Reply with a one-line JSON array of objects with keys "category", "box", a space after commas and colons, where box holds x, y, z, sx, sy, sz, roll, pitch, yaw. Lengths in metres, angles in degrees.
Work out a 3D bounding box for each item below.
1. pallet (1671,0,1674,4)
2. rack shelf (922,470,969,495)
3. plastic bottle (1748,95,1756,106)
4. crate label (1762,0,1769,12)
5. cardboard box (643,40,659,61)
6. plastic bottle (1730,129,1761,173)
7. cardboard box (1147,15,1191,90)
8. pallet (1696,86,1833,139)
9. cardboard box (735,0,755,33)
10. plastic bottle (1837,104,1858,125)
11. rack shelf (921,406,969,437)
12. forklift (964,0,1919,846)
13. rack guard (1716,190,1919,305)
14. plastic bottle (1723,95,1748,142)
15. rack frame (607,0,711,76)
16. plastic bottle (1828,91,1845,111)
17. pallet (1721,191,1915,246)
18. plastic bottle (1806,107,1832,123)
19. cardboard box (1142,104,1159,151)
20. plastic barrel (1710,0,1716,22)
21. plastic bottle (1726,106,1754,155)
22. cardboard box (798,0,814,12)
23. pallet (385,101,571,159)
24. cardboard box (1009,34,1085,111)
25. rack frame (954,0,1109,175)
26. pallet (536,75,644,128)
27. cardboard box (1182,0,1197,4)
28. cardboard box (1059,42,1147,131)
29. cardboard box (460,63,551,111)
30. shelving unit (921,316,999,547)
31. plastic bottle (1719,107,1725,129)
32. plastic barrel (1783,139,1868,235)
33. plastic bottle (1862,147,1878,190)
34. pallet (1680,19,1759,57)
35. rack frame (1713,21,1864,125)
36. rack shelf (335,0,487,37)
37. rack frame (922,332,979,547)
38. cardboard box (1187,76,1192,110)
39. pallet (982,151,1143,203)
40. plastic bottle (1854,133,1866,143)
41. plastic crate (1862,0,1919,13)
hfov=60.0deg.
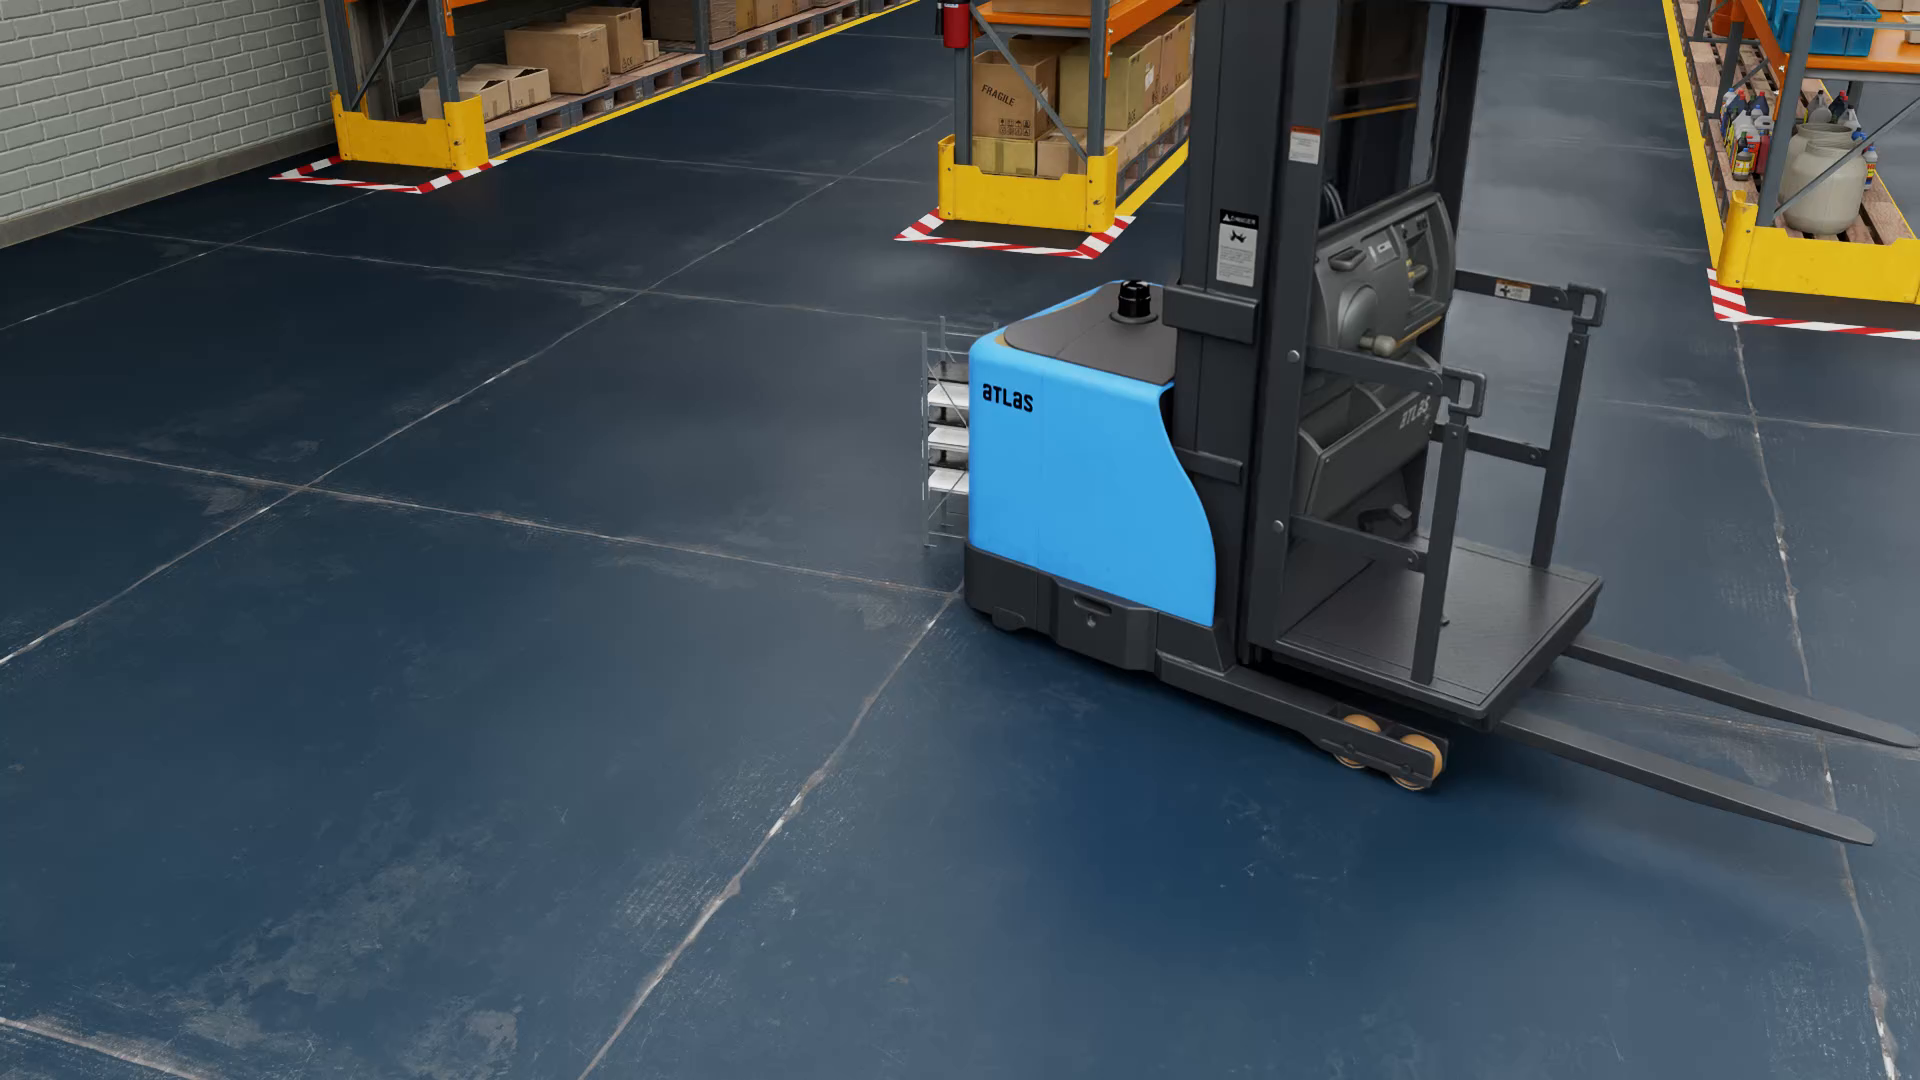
[{"category": "pallet", "box": [9.325, -6.786, 20.524, 1.003, 0.211, 1.213, 9, 27, 17]}, {"category": "rack shelf", "box": [0.003, -0.216, 6.654, 0.258, 0.077, 0.200, 9, 27, 17]}, {"category": "plastic bottle", "box": [5.954, -3.202, 12.533, 0.061, 0.283, 0.133, 9, 27, 17]}, {"category": "crate label", "box": [5.481, -3.614, 10.731, 0.502, 0.435, 0.616, 9, 27, 17]}, {"category": "cardboard box", "box": [-3.037, -4.581, 15.516, 0.380, 0.166, 0.250, 5, 26, 11]}, {"category": "plastic bottle", "box": [5.431, -2.692, 11.489, 0.152, 0.276, 0.135, 9, 27, 18]}, {"category": "cardboard box", "box": [1.497, -3.823, 13.016, 0.500, 0.500, 0.500, 9, 27, 17]}, {"category": "pallet", "box": [6.680, -3.519, 13.776, 1.003, 0.211, 1.213, 9, 27, 17]}, {"category": "cardboard box", "box": [-2.534, -5.480, 16.990, 0.700, 0.500, 0.500, 8, 27, 16]}, {"category": "plastic bottle", "box": [6.341, -2.934, 11.902, 0.144, 0.351, 0.185, 9, 27, 17]}, {"category": "rack shelf", "box": [0.003, -0.459, 6.536, 0.258, 0.077, 0.200, 9, 27, 17]}, {"category": "forklift", "box": [1.491, -0.808, 5.055, 3.031, 2.935, 1.130, 19, 31, 33]}, {"category": "rack guard", "box": [5.105, -1.715, 9.719, 1.175, 0.500, 0.348, 9, 27, 17]}, {"category": "plastic bottle", "box": [5.732, -3.103, 12.251, 0.144, 0.351, 0.185, 8, 27, 15]}, {"category": "rack frame", "box": [-2.887, -5.883, 15.458, 1.000, 3.000, 0.127, 9, 27, 17]}, {"category": "plastic bottle", "box": [6.512, -3.145, 12.339, 0.144, 0.351, 0.185, 8, 27, 16]}, {"category": "pallet", "box": [5.380, -1.918, 10.470, 1.003, 0.211, 1.213, 9, 27, 17]}, {"category": "plastic bottle", "box": [6.301, -3.044, 12.215, 0.152, 0.276, 0.135, 9, 27, 17]}, {"category": "cardboard box", "box": [1.172, -3.073, 12.328, 0.500, 0.250, 0.500, 9, 27, 17]}, {"category": "plastic barrel", "box": [8.036, -5.608, 17.262, 0.421, 0.512, 0.421, 0, 26, 0]}, {"category": "plastic bottle", "box": [5.591, -2.928, 11.890, 0.144, 0.351, 0.185, 9, 27, 17]}, {"category": "cardboard box", "box": [-2.028, -6.101, 18.272, 0.700, 0.500, 0.500, 9, 27, 17]}, {"category": "pallet", "box": [-3.890, -3.344, 13.414, 1.003, 0.211, 1.213, 9, 27, 17]}, {"category": "cardboard box", "box": [0.671, -3.488, 12.324, 0.500, 0.500, 0.500, 9, 27, 17]}, {"category": "rack frame", "box": [0.454, -3.522, 10.582, 1.000, 3.000, 0.127, 9, 27, 17]}, {"category": "pallet", "box": [-3.482, -3.843, 14.446, 1.003, 0.211, 1.213, 9, 27, 17]}, {"category": "cardboard box", "box": [1.985, -4.997, 15.659, 0.500, 0.311, 0.500, 9, 27, 17]}, {"category": "cardboard box", "box": [1.007, -3.205, 11.740, 0.500, 0.500, 0.500, 9, 27, 17]}, {"category": "cardboard box", "box": [-3.714, -3.732, 13.597, 0.500, 0.311, 0.500, 11, 28, 22]}, {"category": "shelving unit", "box": [0.003, -0.408, 6.561, 0.258, 0.900, 0.210, 9, 27, 17]}, {"category": "plastic bottle", "box": [5.868, -3.234, 12.693, 0.097, 0.201, 0.097, 0, 26, 0]}, {"category": "plastic barrel", "box": [5.271, -2.153, 10.127, 0.421, 0.512, 0.421, 0, 26, 0]}, {"category": "plastic bottle", "box": [6.021, -2.472, 11.040, 0.097, 0.271, 0.097, 0, 26, 0]}, {"category": "pallet", "box": [8.009, -5.165, 17.175, 1.003, 0.211, 1.213, 9, 27, 17]}, {"category": "rack frame", "box": [6.455, -4.446, 12.490, 1.000, 3.000, 0.127, 9, 27, 17]}, {"category": "rack shelf", "box": [-3.553, -4.737, 13.917, 1.077, 0.370, 4.000, 9, 27, 17]}, {"category": "rack frame", "box": [-0.031, -0.367, 6.474, 0.240, 0.900, 0.006, 9, 27, 17]}, {"category": "cardboard box", "box": [1.661, -3.691, 13.604, 0.500, 0.250, 0.500, 9, 27, 17]}, {"category": "pallet", "box": [0.669, -2.587, 11.851, 1.003, 0.211, 1.213, 9, 27, 17]}, {"category": "plastic bottle", "box": [6.168, -2.654, 11.415, 0.097, 0.271, 0.097, 0, 26, 0]}, {"category": "plastic crate", "box": [6.154, -3.623, 11.094, 0.530, 0.136, 0.437, 9, 27, 17]}]
